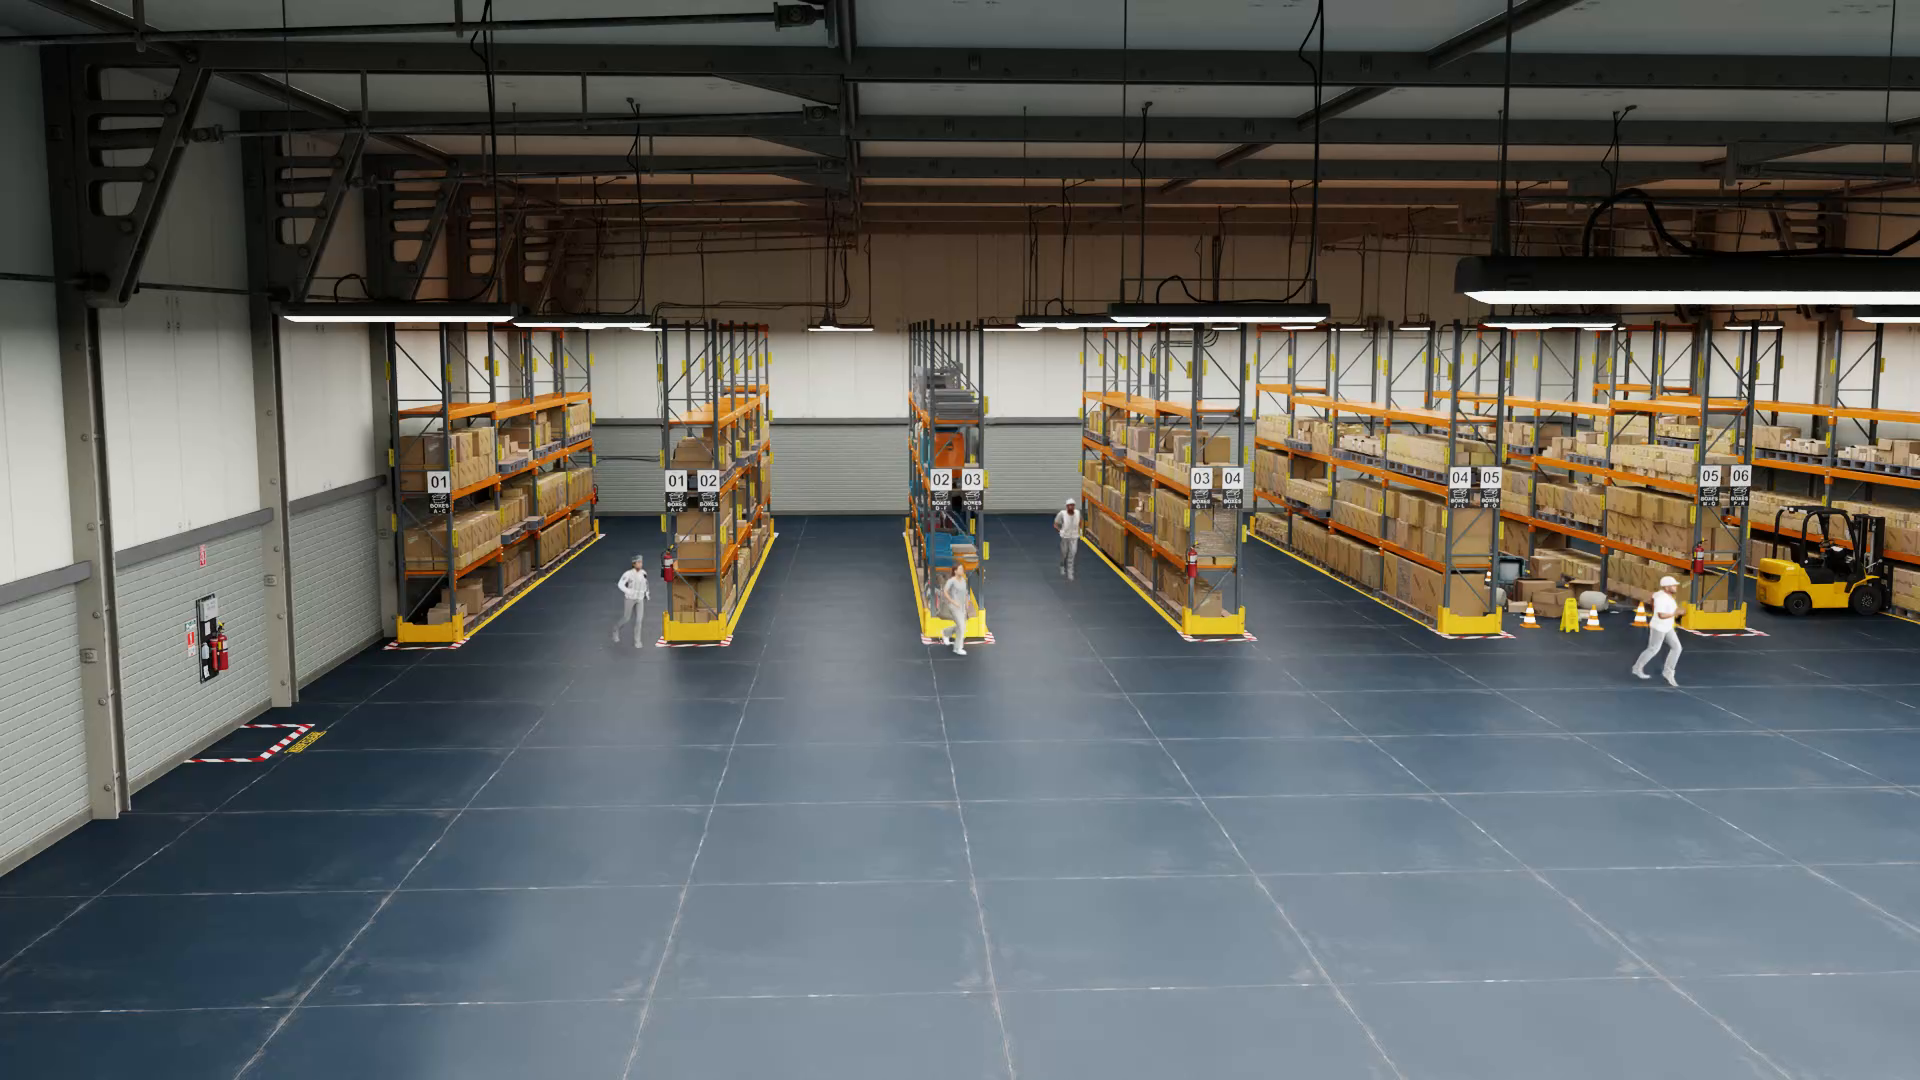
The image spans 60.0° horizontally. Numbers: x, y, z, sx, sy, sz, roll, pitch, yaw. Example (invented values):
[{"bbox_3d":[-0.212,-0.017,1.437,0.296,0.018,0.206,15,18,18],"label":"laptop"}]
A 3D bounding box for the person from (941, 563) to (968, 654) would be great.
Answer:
[{"bbox_3d":[-0.105,1.224,30.094,0.661,1.648,0.600,6,9,40],"label":"person"}]

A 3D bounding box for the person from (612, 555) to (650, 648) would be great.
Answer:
[{"bbox_3d":[-5.973,1.105,30.666,0.671,1.659,0.925,-5,9,-37],"label":"person"}]

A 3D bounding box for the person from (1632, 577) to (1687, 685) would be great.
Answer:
[{"bbox_3d":[11.483,1.498,27.280,0.832,1.833,0.661,6,10,42],"label":"person"}]

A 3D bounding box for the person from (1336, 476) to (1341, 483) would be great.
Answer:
[{"bbox_3d":[10.655,-0.957,47.052,0.609,1.683,0.918,-1,7,-11],"label":"person"}]

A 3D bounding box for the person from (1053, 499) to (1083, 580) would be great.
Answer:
[{"bbox_3d":[2.445,-0.041,37.288,0.707,1.780,0.888,-2,7,-13],"label":"person"}]
